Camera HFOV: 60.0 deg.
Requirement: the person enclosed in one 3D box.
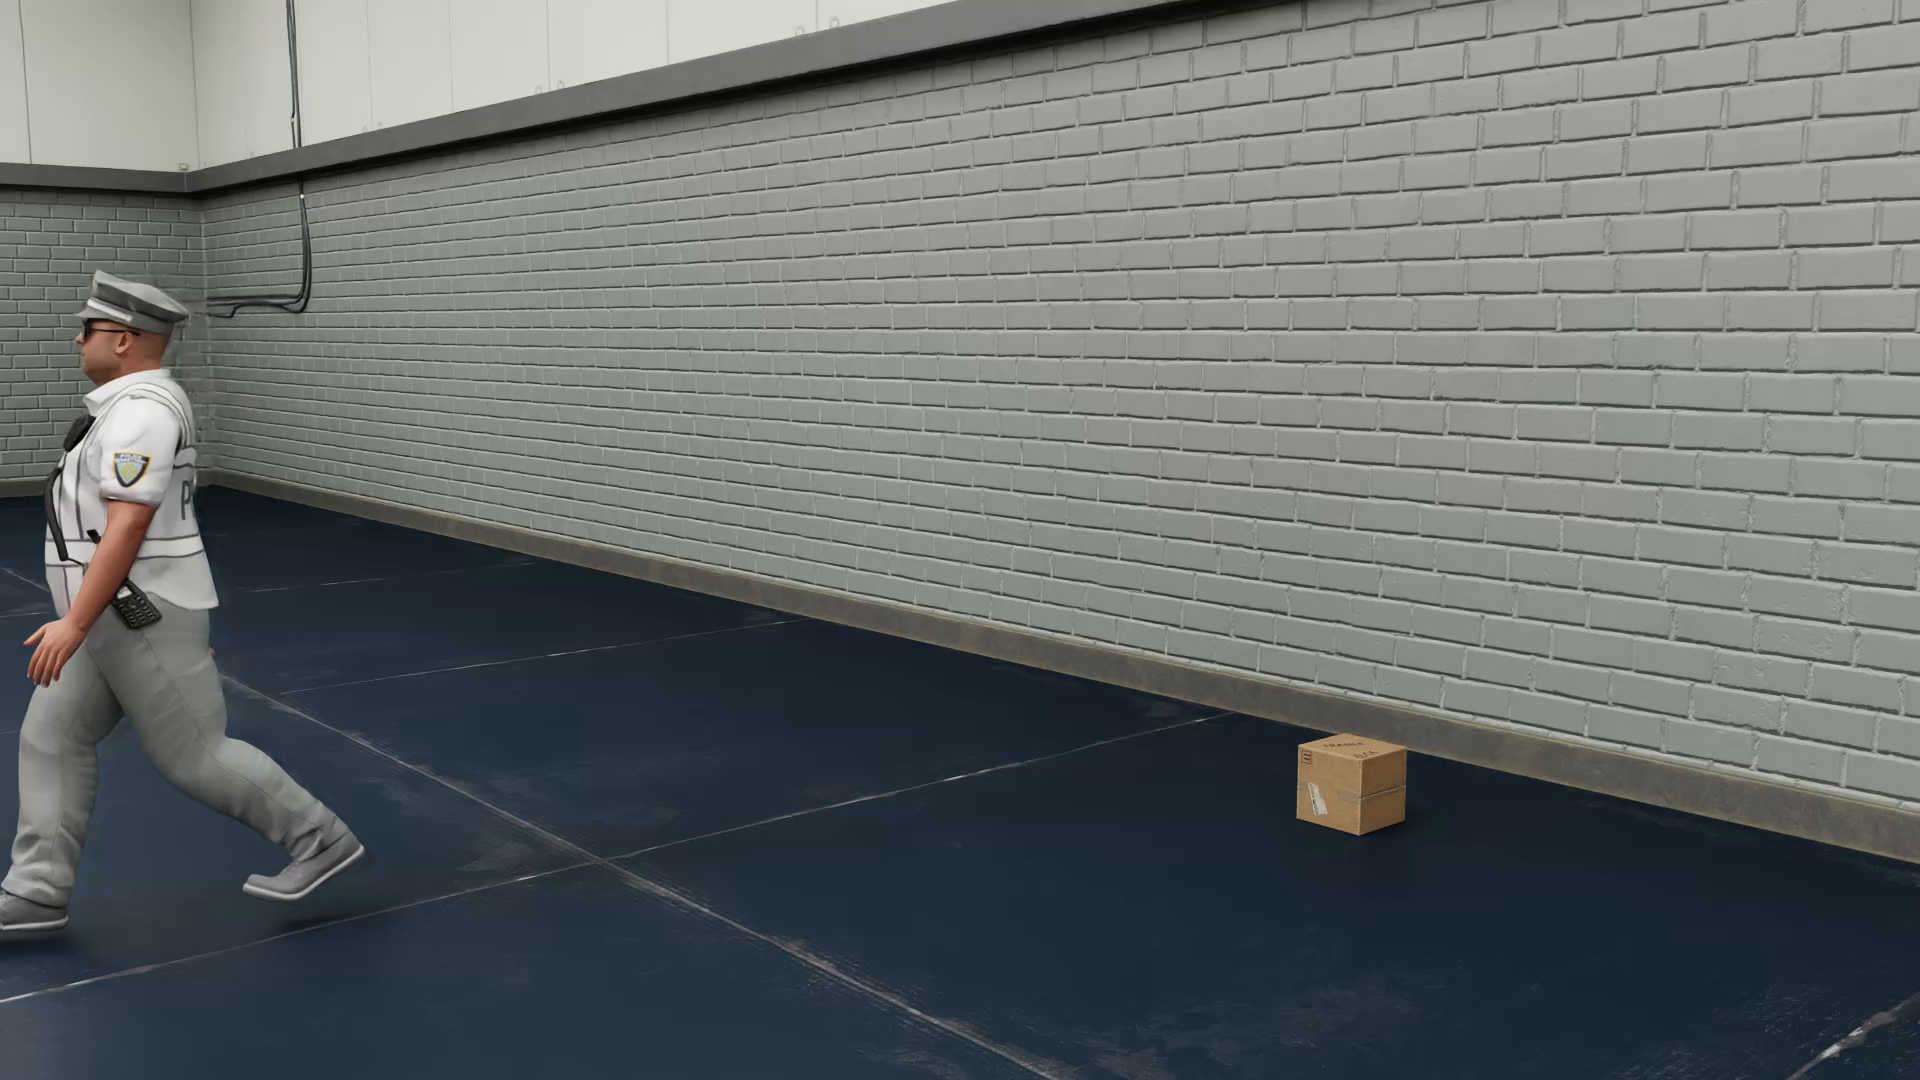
[{"bbox_3d":[-2.156,0.169,4.325,1.040,1.726,0.533,-4,8,-29],"label":"person"}]
